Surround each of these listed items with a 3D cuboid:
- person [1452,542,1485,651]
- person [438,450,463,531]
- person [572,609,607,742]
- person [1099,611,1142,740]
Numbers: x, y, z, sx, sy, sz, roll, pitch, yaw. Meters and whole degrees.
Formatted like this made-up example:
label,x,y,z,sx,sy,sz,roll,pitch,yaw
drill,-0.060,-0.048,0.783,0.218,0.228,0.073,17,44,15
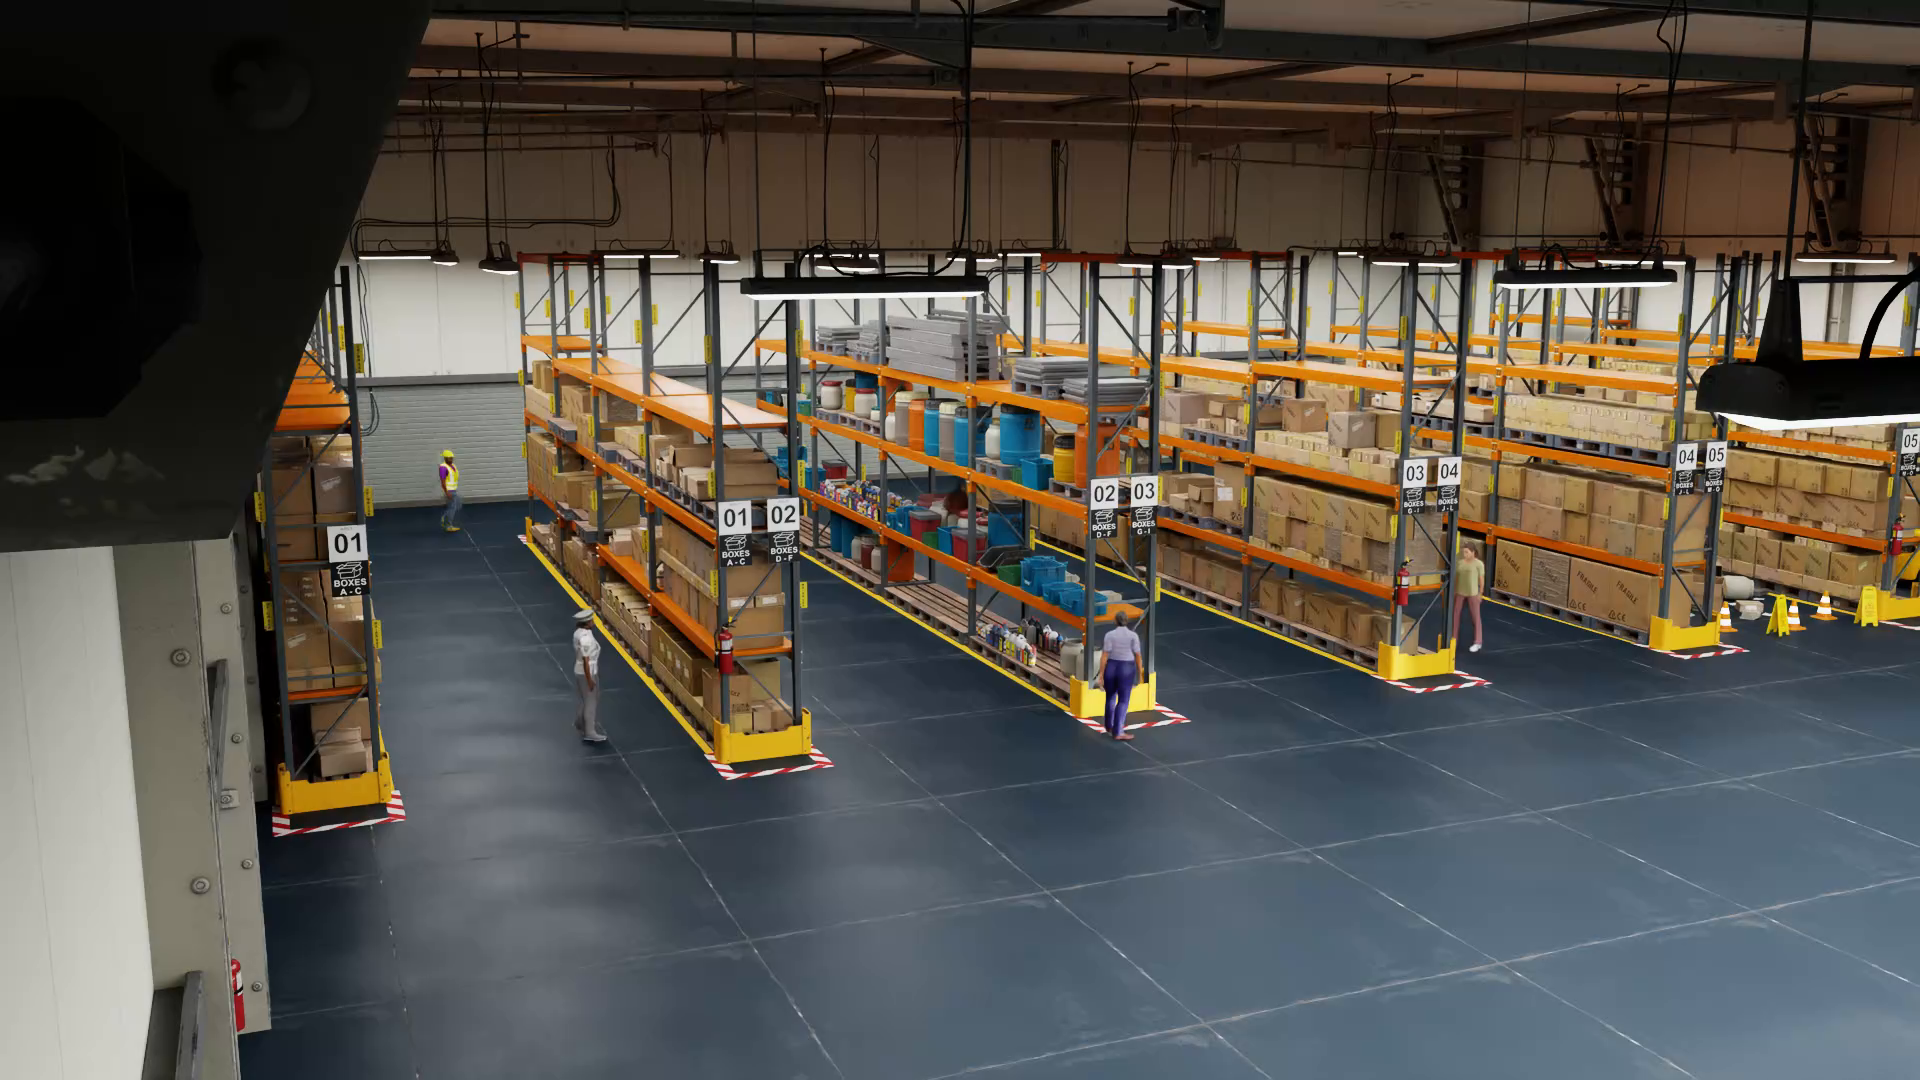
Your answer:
label,x,y,z,sx,sy,sz,roll,pitch,yaw
person,7.820,0.857,25.672,0.511,1.675,0.442,6,12,30
person,-11.003,-1.068,35.875,0.472,1.758,0.582,-3,11,-14
person,-4.735,1.716,21.097,0.461,1.706,0.517,-2,10,-8
person,2.061,1.706,21.243,0.543,1.629,0.555,6,12,29
